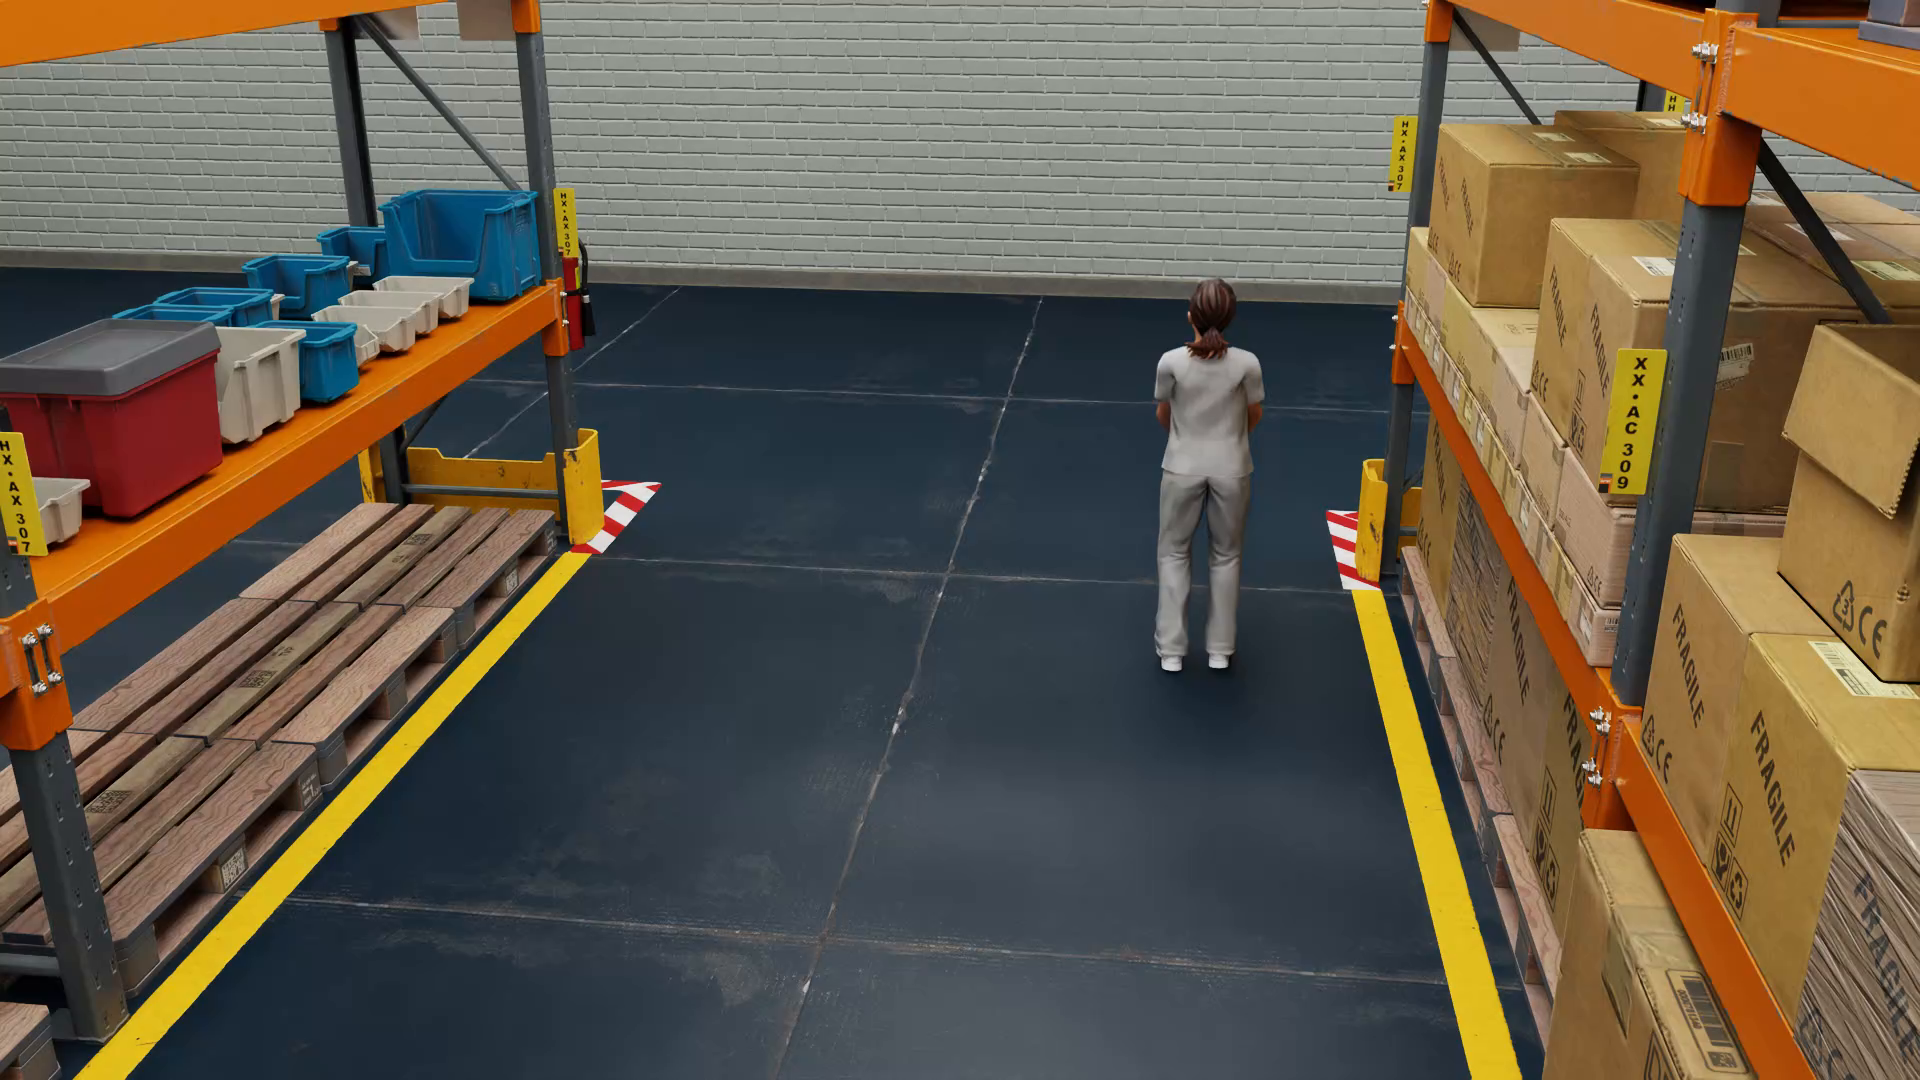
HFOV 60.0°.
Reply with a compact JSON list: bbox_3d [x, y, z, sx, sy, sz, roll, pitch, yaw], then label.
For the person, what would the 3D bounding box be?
[{"bbox_3d":[1.002,-0.273,6.803,0.437,1.662,0.555,3,21,7],"label":"person"}]
